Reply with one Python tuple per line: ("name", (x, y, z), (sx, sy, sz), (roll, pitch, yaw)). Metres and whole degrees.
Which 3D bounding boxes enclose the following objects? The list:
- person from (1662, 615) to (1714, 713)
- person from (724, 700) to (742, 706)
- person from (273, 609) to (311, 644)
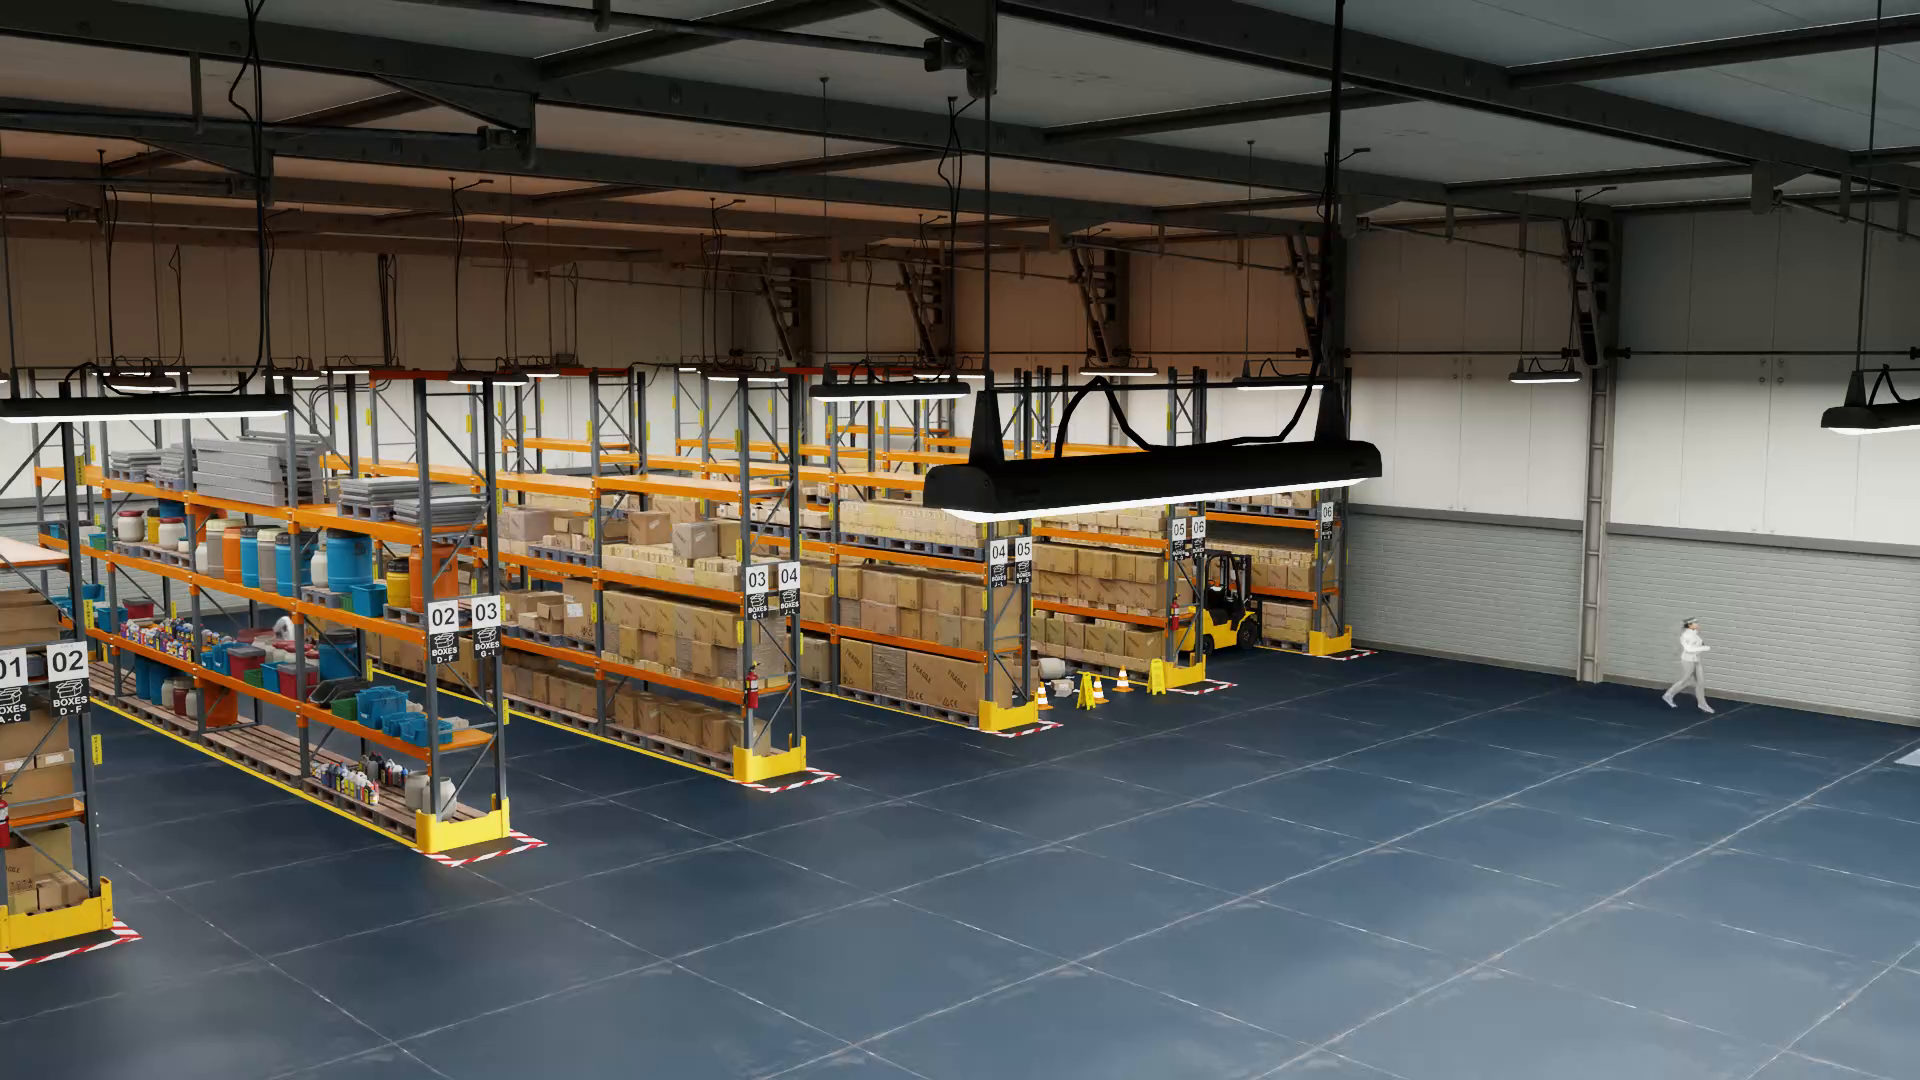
("person", (12.875, 2.163, 29.314), (0.855, 1.708, 0.605), (5, 8, 40))
("person", (-4.045, 2.069, 29.685), (1.021, 1.777, 0.691), (5, 8, 38))
("person", (-12.290, 2.000, 30.751), (0.592, 1.734, 0.683), (4, 8, 32))
